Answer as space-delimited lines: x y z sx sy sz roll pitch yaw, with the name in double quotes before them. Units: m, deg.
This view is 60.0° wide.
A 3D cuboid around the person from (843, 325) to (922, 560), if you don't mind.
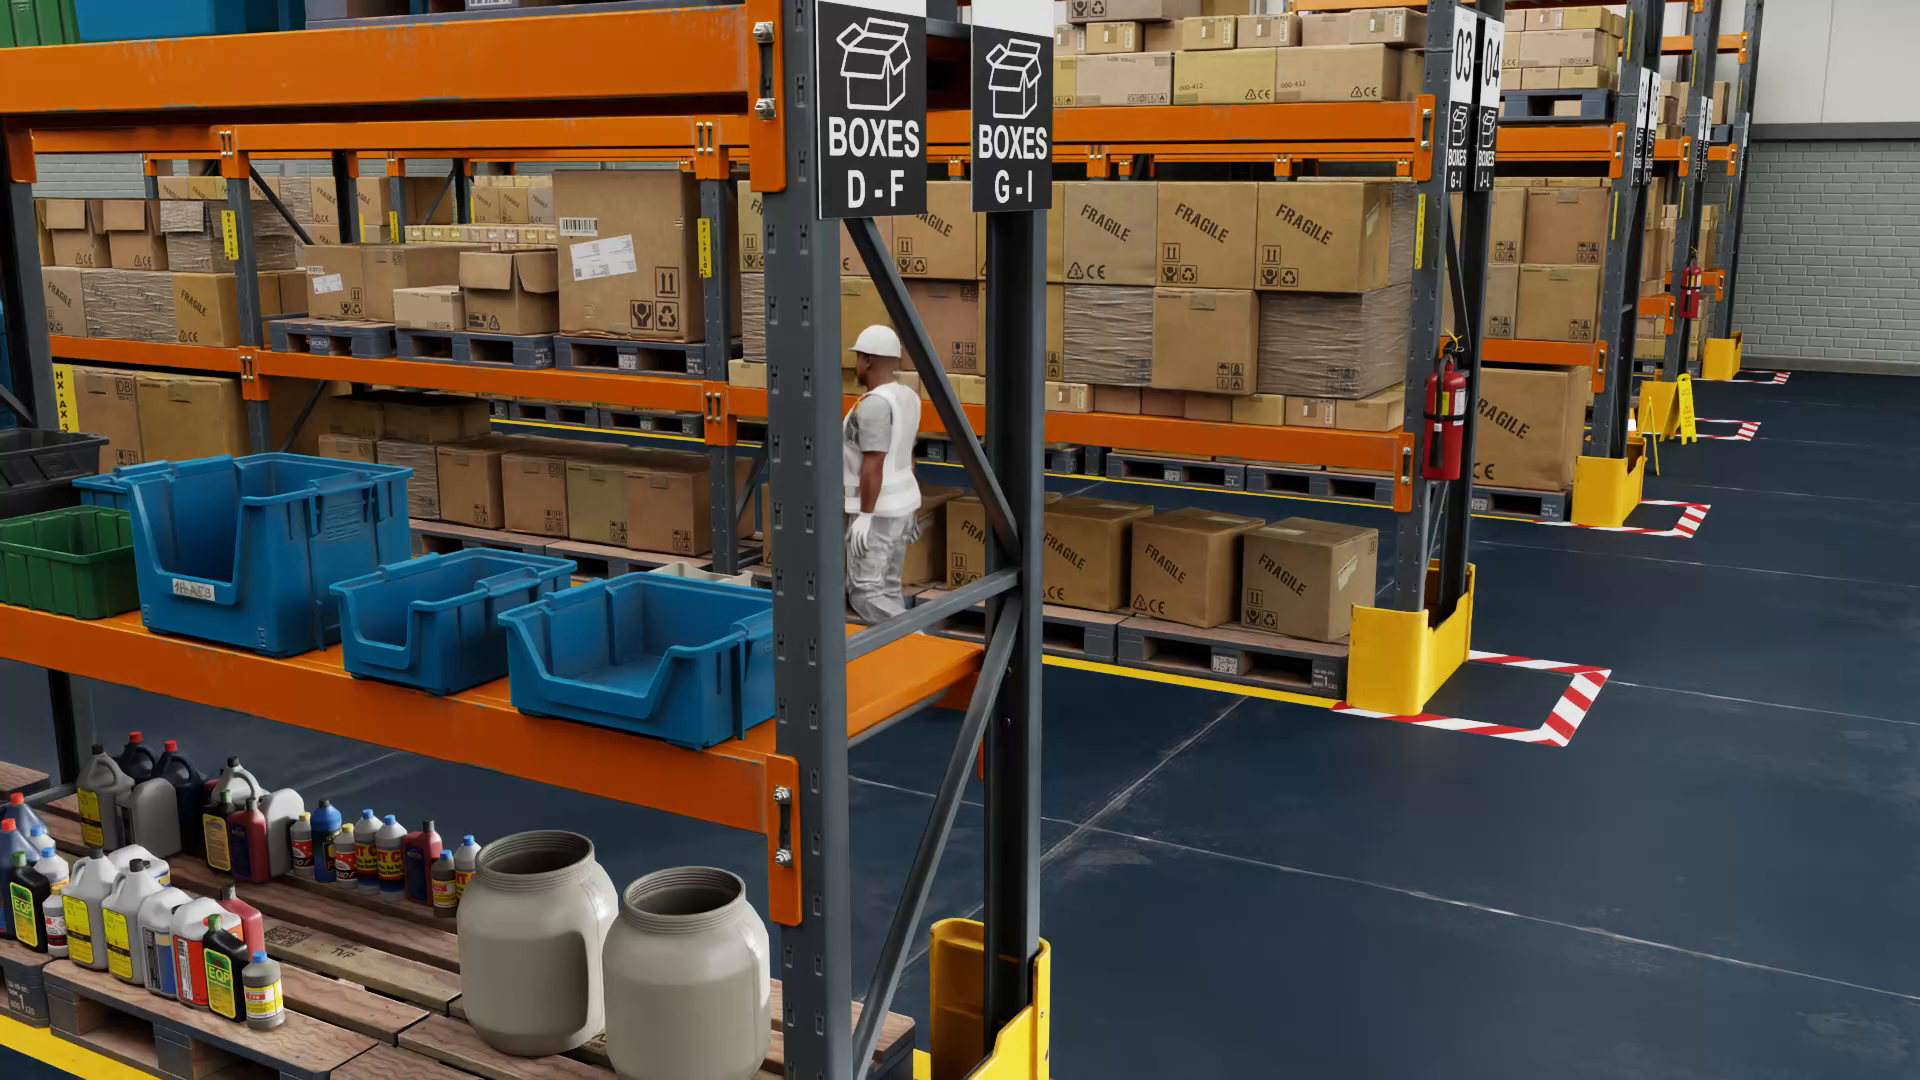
"person" -0.303 -0.113 7.863 0.593 1.780 0.626 4 13 17
